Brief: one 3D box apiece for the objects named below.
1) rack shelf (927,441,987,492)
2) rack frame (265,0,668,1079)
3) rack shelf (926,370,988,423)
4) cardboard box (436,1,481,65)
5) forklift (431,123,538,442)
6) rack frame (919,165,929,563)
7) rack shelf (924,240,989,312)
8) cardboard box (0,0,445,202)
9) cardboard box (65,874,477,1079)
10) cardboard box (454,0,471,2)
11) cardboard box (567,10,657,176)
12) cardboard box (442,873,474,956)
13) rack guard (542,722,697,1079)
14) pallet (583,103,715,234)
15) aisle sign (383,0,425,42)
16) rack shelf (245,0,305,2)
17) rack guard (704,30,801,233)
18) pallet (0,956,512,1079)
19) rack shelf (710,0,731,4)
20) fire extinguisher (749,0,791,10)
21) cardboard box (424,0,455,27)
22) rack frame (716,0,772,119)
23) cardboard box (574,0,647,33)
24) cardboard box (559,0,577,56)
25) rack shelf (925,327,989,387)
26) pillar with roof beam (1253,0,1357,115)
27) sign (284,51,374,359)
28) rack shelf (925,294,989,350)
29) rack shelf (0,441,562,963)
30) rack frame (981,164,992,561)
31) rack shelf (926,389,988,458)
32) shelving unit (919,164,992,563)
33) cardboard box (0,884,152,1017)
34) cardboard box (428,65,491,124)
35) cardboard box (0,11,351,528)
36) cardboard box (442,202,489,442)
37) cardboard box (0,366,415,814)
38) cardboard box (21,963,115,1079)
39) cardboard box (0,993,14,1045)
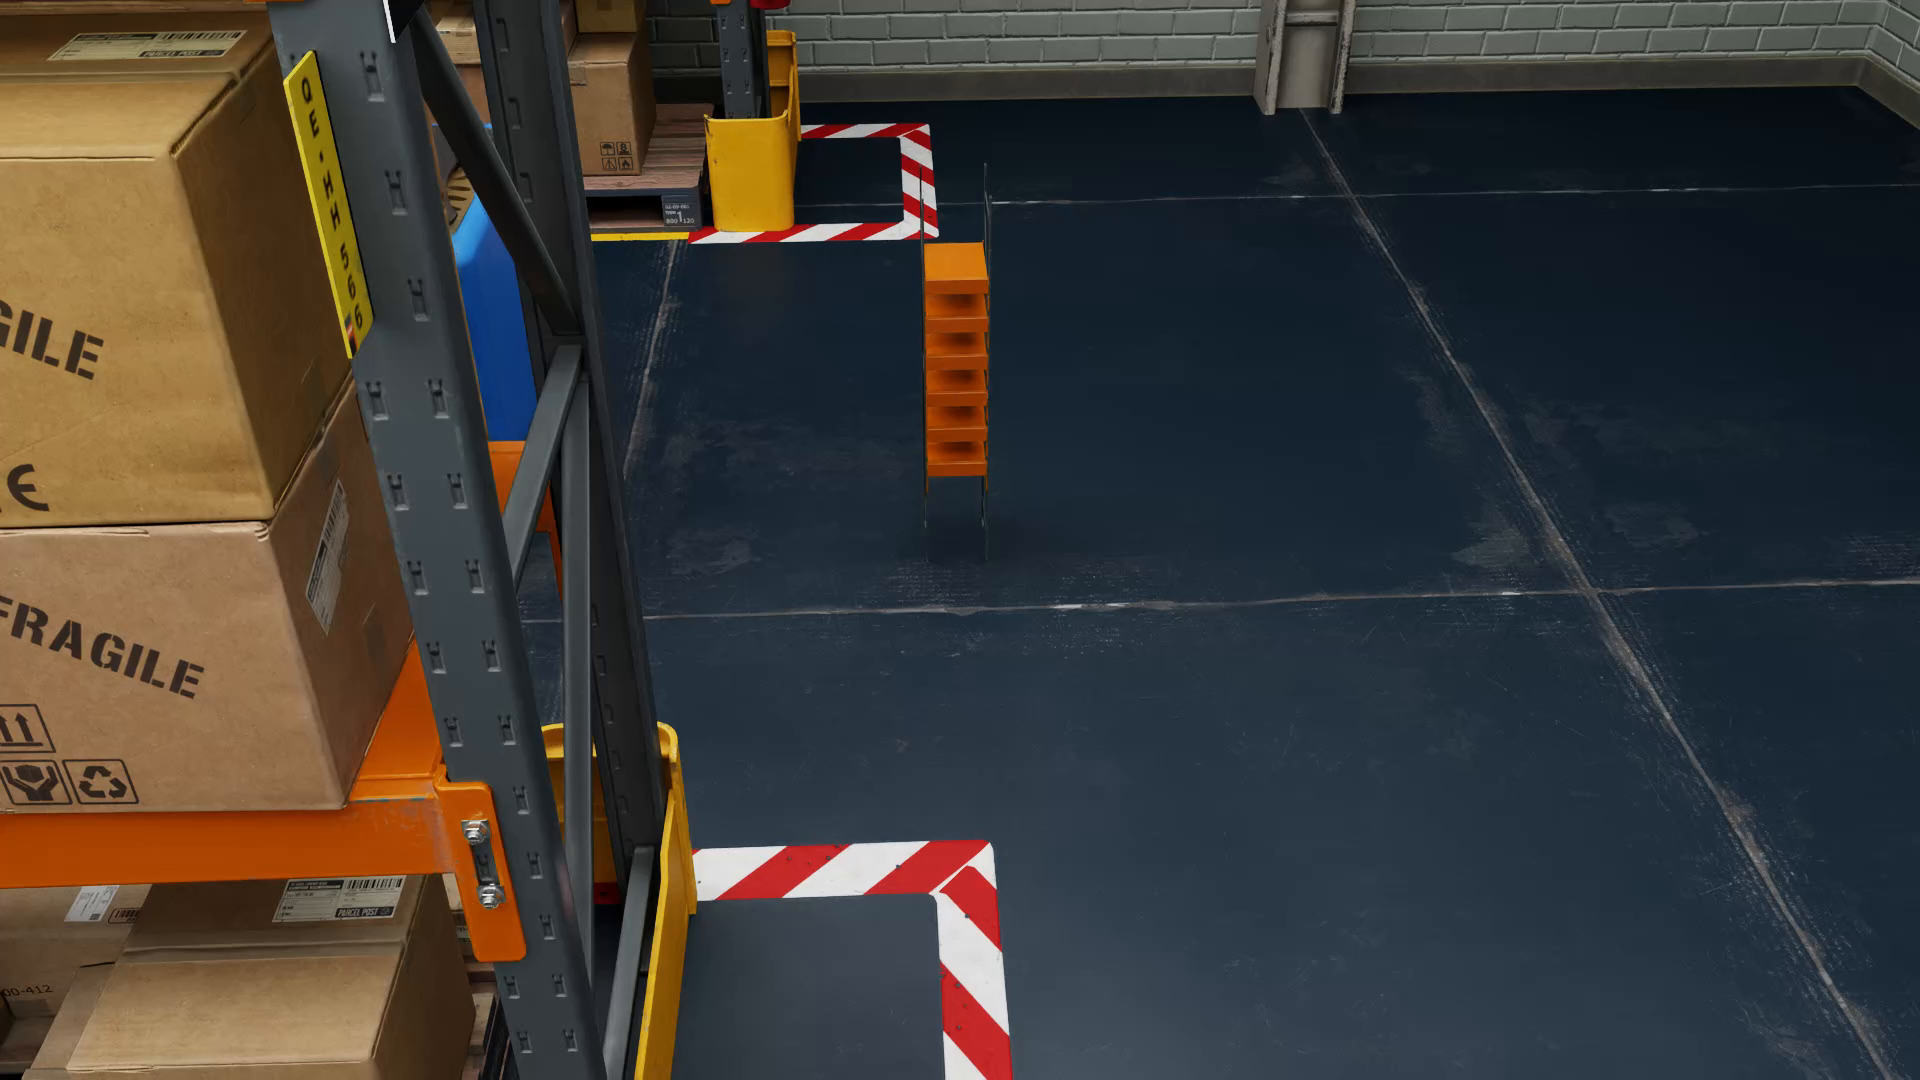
[{"bbox_3d":[-0.014,-0.259,5.070,0.180,0.103,0.258,-2,35,-2],"label":"rack shelf"},{"bbox_3d":[-0.705,-0.077,2.726,0.127,3.000,1.000,-2,35,-2],"label":"rack frame"},{"bbox_3d":[-0.014,-0.456,4.933,0.180,0.103,0.258,-2,35,-2],"label":"rack shelf"},{"bbox_3d":[-2.013,-2.115,6.927,0.250,0.149,0.380,-1,35,-1],"label":"cardboard box"},{"bbox_3d":[-2.847,-1.355,4.632,3.031,2.935,1.130,-1,35,-1],"label":"forklift"},{"bbox_3d":[-0.106,-0.491,4.904,0.006,1.200,0.240,-2,35,-2],"label":"rack frame"},{"bbox_3d":[-0.014,-0.752,4.728,0.180,0.103,0.258,-2,35,-2],"label":"rack shelf"},{"bbox_3d":[-1.161,-0.668,2.612,0.500,0.500,0.500,-1,35,-1],"label":"cardboard box"},{"bbox_3d":[-1.237,0.924,3.089,0.500,0.500,0.500,-2,35,-2],"label":"cardboard box"},{"bbox_3d":[-2.028,-2.332,7.241,0.250,0.149,0.380,-1,35,-2],"label":"cardboard box"},{"bbox_3d":[-1.638,-1.962,7.277,0.500,0.500,0.700,-2,35,-2],"label":"cardboard box"},{"bbox_3d":[-1.140,0.730,3.678,0.250,0.149,0.380,-2,35,-2],"label":"cardboard box"},{"bbox_3d":[-0.781,0.952,3.434,0.348,0.500,1.175,-2,35,-2],"label":"rack guard"},{"bbox_3d":[-1.738,-1.681,7.493,1.213,0.211,1.003,-2,35,-2],"label":"pallet"},{"bbox_3d":[-0.623,-0.974,1.737,0.004,0.787,0.394,-2,35,-2],"label":"aisle sign"},{"bbox_3d":[-2.703,-0.961,1.999,4.000,0.370,1.077,-2,35,-2],"label":"rack shelf"},{"bbox_3d":[-0.919,-1.866,7.507,0.348,0.500,1.175,-2,35,-2],"label":"rack guard"},{"bbox_3d":[-1.577,1.093,3.485,1.213,0.211,1.003,-2,35,-2],"label":"pallet"},{"bbox_3d":[-2.941,-2.544,6.922,4.000,0.370,1.077,-2,35,-2],"label":"rack shelf"},{"bbox_3d":[-0.771,-2.450,6.550,0.183,0.674,0.296,-2,35,-2],"label":"fire extinguisher"},{"bbox_3d":[-2.278,-2.326,7.232,0.250,0.149,0.380,-1,35,-2],"label":"cardboard box"},{"bbox_3d":[-0.943,-2.893,6.795,0.127,3.000,1.000,-2,35,-2],"label":"rack frame"},{"bbox_3d":[-1.523,-2.346,7.262,0.250,0.149,0.380,-1,35,-2],"label":"cardboard box"},{"bbox_3d":[-1.758,-2.122,6.938,0.250,0.149,0.380,-2,35,-3],"label":"cardboard box"},{"bbox_3d":[-0.014,-0.555,4.865,0.180,0.103,0.258,-2,35,-2],"label":"rack shelf"},{"bbox_3d":[1.916,-3.477,2.367,0.400,9.000,9.100,-2,35,-2],"label":"pillar with roof beam"},{"bbox_3d":[-0.699,-0.368,1.850,0.005,0.325,0.100,-2,35,-2],"label":"sign"},{"bbox_3d":[-0.014,-0.654,4.797,0.180,0.103,0.258,-2,35,-2],"label":"rack shelf"},{"bbox_3d":[-2.703,0.272,2.853,4.000,0.370,1.077,-2,35,-2],"label":"rack shelf"},{"bbox_3d":[0.077,-0.495,4.912,0.006,1.200,0.240,-2,35,-2],"label":"rack frame"},{"bbox_3d":[-0.014,-0.358,5.002,0.180,0.103,0.258,-2,35,-2],"label":"rack shelf"},{"bbox_3d":[-0.014,-0.493,4.908,0.189,1.200,0.258,-2,35,-2],"label":"shelving unit"},{"bbox_3d":[-1.761,0.739,3.576,0.500,0.250,0.500,-2,35,-2],"label":"cardboard box"},{"bbox_3d":[-2.138,-1.949,7.258,0.500,0.500,0.700,-2,35,-2],"label":"cardboard box"},{"bbox_3d":[-1.137,-0.361,2.170,0.500,0.500,0.500,-2,35,-3],"label":"cardboard box"},{"bbox_3d":[-1.161,-0.257,2.897,0.500,0.500,0.500,-1,35,-1],"label":"cardboard box"},{"bbox_3d":[-1.140,0.048,2.457,0.500,0.500,0.500,-1,35,-1],"label":"cardboard box"},{"bbox_3d":[-1.645,1.021,3.242,0.250,0.166,0.380,-2,35,-2],"label":"cardboard box"},{"bbox_3d":[-2.187,1.035,3.148,0.500,0.250,0.500,-2,35,-2],"label":"cardboard box"}]
